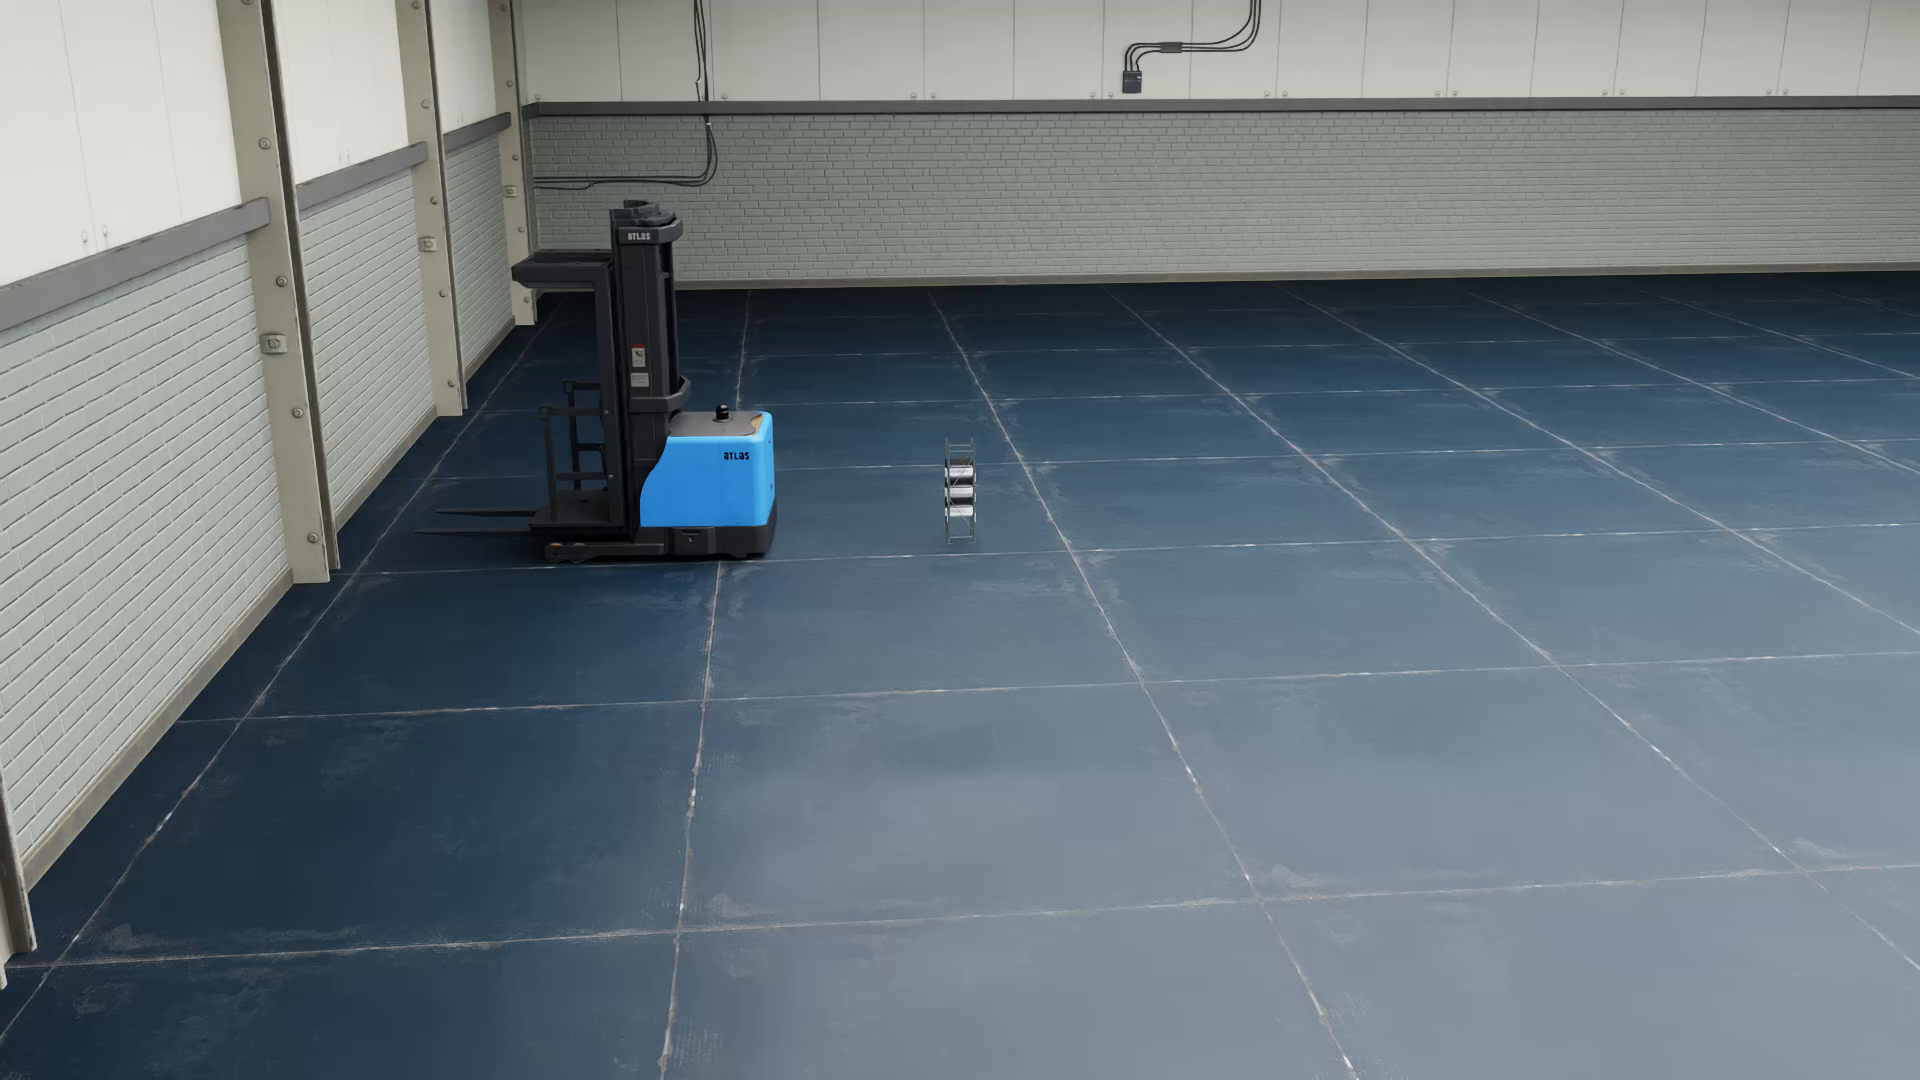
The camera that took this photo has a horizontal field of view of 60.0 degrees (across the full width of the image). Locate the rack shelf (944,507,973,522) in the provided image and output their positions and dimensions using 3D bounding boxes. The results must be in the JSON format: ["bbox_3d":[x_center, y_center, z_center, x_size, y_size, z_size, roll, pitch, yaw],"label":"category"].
[{"bbox_3d":[0.001,-0.223,14.598,0.258,0.077,0.200,-2,18,-6],"label":"rack shelf"}]

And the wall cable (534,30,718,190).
[{"bbox_3d":[-5.559,-7.015,27.182,3.097,2.526,0.112,-2,18,-6],"label":"wall cable"}]

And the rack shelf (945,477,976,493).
[{"bbox_3d":[0.001,-0.481,14.518,0.258,0.077,0.200,-2,18,-6],"label":"rack shelf"}]

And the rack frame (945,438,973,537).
[{"bbox_3d":[-0.010,-0.457,14.631,0.240,0.900,0.006,-2,18,-6],"label":"rack frame"}]

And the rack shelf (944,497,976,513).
[{"bbox_3d":[0.001,-0.309,14.572,0.258,0.077,0.200,-2,18,-6],"label":"rack shelf"}]

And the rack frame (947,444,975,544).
[{"bbox_3d":[0.011,-0.397,14.438,0.240,0.900,0.006,-2,18,-6],"label":"rack frame"}]

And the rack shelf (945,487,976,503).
[{"bbox_3d":[0.001,-0.395,14.545,0.258,0.077,0.200,-2,18,-6],"label":"rack shelf"}]

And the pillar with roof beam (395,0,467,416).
[{"bbox_3d":[-1.670,-5.923,18.521,9.100,9.000,0.400,-2,18,-6],"label":"pillar with roof beam"}]

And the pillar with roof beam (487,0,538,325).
[{"bbox_3d":[-2.288,-7.711,24.215,9.100,9.000,0.400,-2,18,-6],"label":"pillar with roof beam"}]

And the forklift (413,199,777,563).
[{"bbox_3d":[-3.154,-1.365,14.131,3.031,2.935,1.130,0,17,-1],"label":"forklift"}]

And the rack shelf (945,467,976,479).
[{"bbox_3d":[0.001,-0.567,14.491,0.258,0.077,0.200,-2,18,-6],"label":"rack shelf"}]

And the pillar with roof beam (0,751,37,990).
[{"bbox_3d":[-0.432,-2.348,7.133,9.100,9.000,0.400,-2,18,-6],"label":"pillar with roof beam"}]

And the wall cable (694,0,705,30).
[{"bbox_3d":[-2.868,-9.508,26.692,3.097,2.526,0.112,-2,18,-6],"label":"wall cable"}]

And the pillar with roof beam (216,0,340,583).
[{"bbox_3d":[-1.051,-4.136,12.827,9.100,9.000,0.400,-2,18,-6],"label":"pillar with roof beam"}]

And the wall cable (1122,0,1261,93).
[{"bbox_3d":[3.885,-10.408,27.127,2.305,6.003,0.169,-2,18,-6],"label":"wall cable"}]

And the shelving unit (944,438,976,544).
[{"bbox_3d":[0.001,-0.427,14.535,0.258,0.900,0.210,-2,18,-6],"label":"shelving unit"}]

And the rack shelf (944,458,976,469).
[{"bbox_3d":[0.001,-0.653,14.464,0.258,0.077,0.200,-2,18,-6],"label":"rack shelf"}]
